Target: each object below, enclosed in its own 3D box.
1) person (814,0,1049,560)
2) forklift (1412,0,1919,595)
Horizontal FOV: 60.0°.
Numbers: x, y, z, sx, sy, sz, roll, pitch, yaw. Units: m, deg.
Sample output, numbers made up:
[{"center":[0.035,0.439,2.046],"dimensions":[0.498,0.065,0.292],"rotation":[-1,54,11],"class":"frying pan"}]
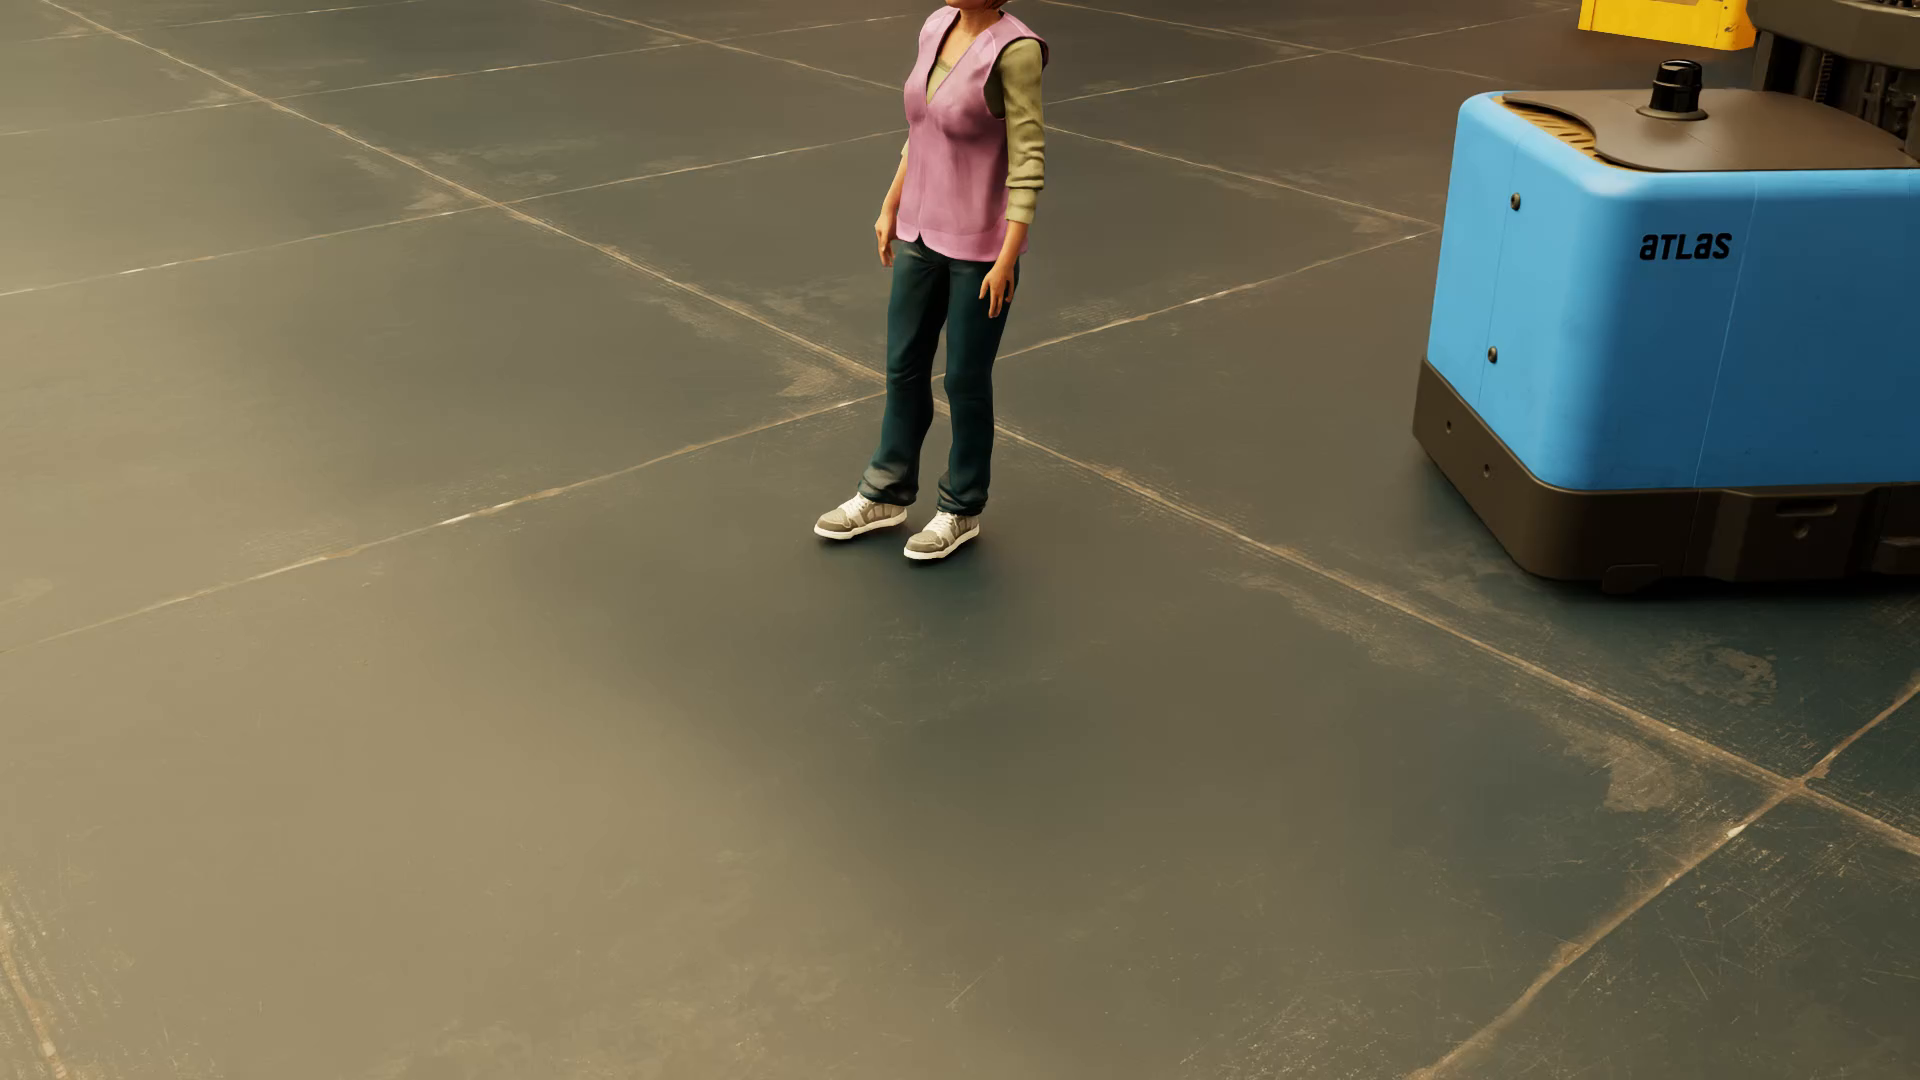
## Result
[{"center":[-0.066,-0.706,4.110],"dimensions":[0.473,1.599,0.520],"rotation":[-20,33,-35],"class":"person"},{"center":[2.895,-1.422,4.069],"dimensions":[3.031,2.935,1.130],"rotation":[-2,26,-4],"class":"forklift"}]
